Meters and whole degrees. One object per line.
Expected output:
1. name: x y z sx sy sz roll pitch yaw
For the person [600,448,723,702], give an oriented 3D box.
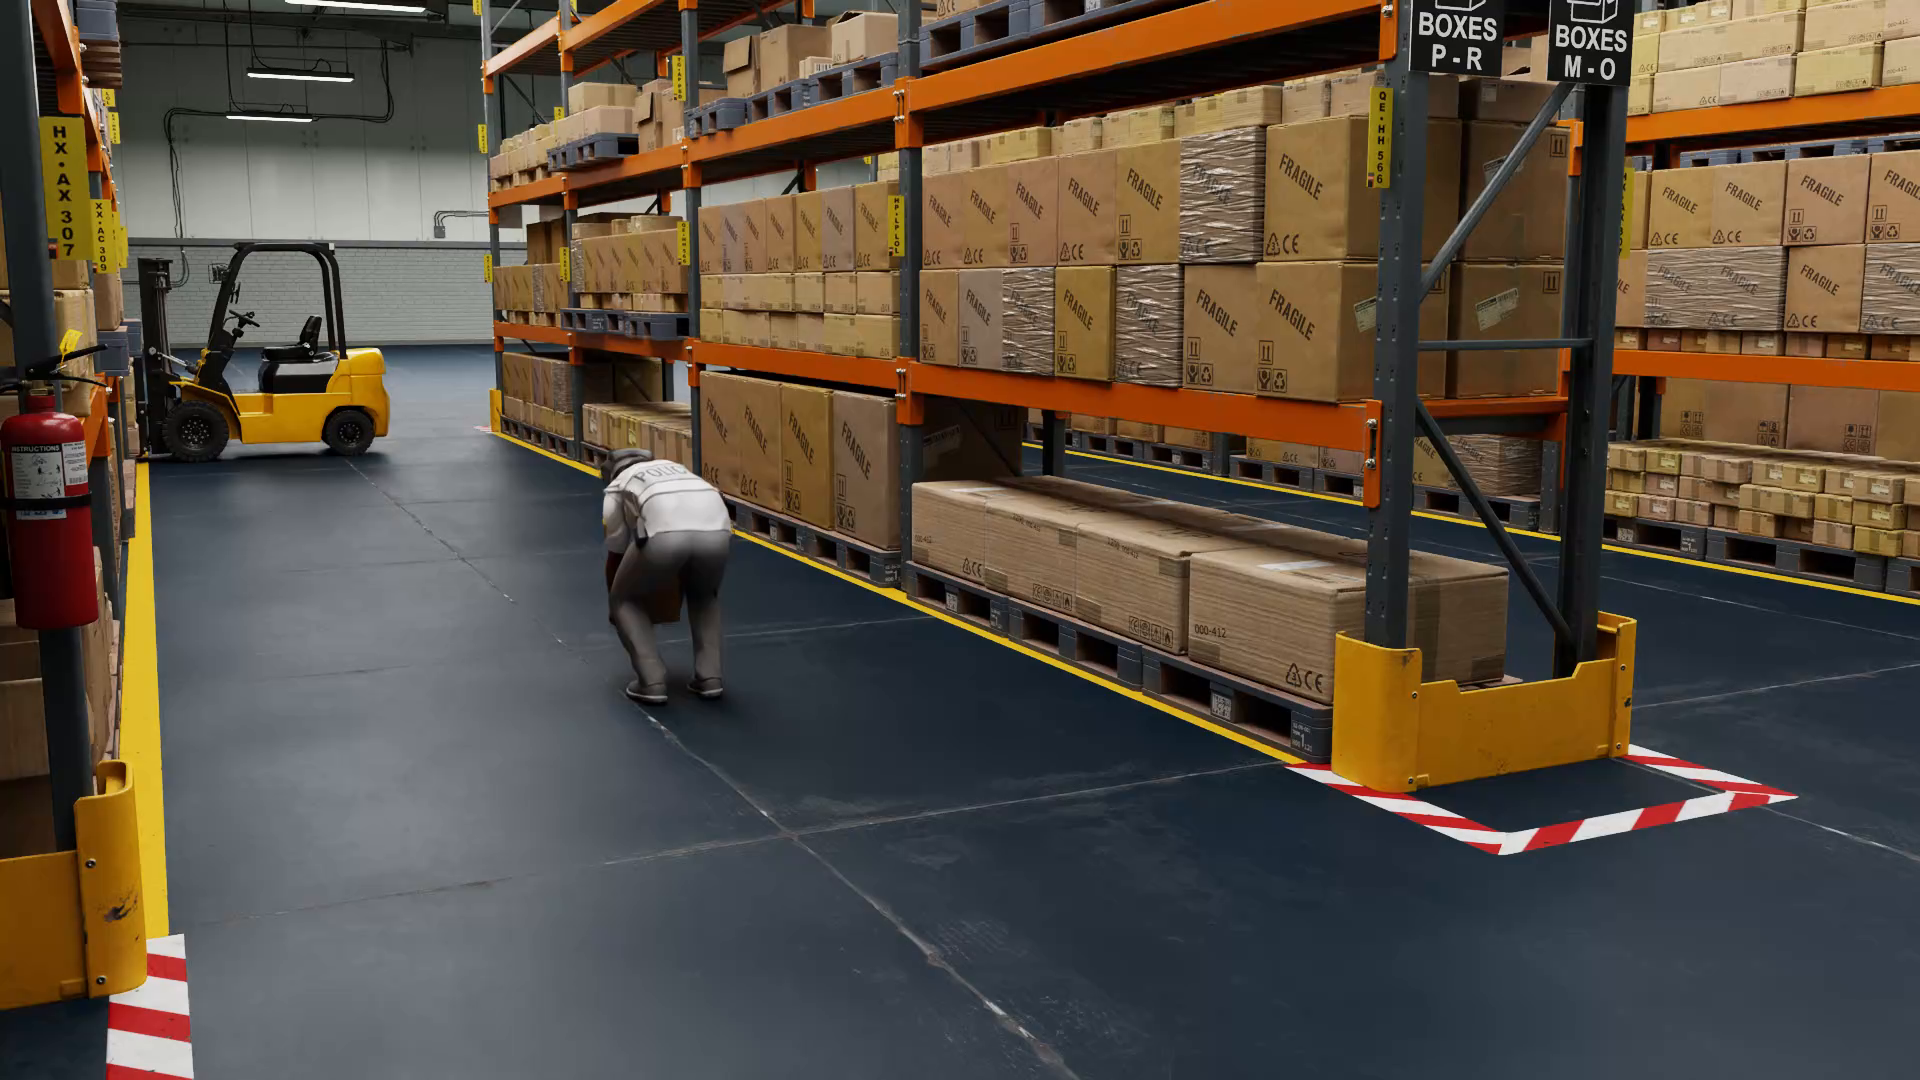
1. person: -1.317 0.129 7.172 0.407 1.015 0.800 -5 10 -29
